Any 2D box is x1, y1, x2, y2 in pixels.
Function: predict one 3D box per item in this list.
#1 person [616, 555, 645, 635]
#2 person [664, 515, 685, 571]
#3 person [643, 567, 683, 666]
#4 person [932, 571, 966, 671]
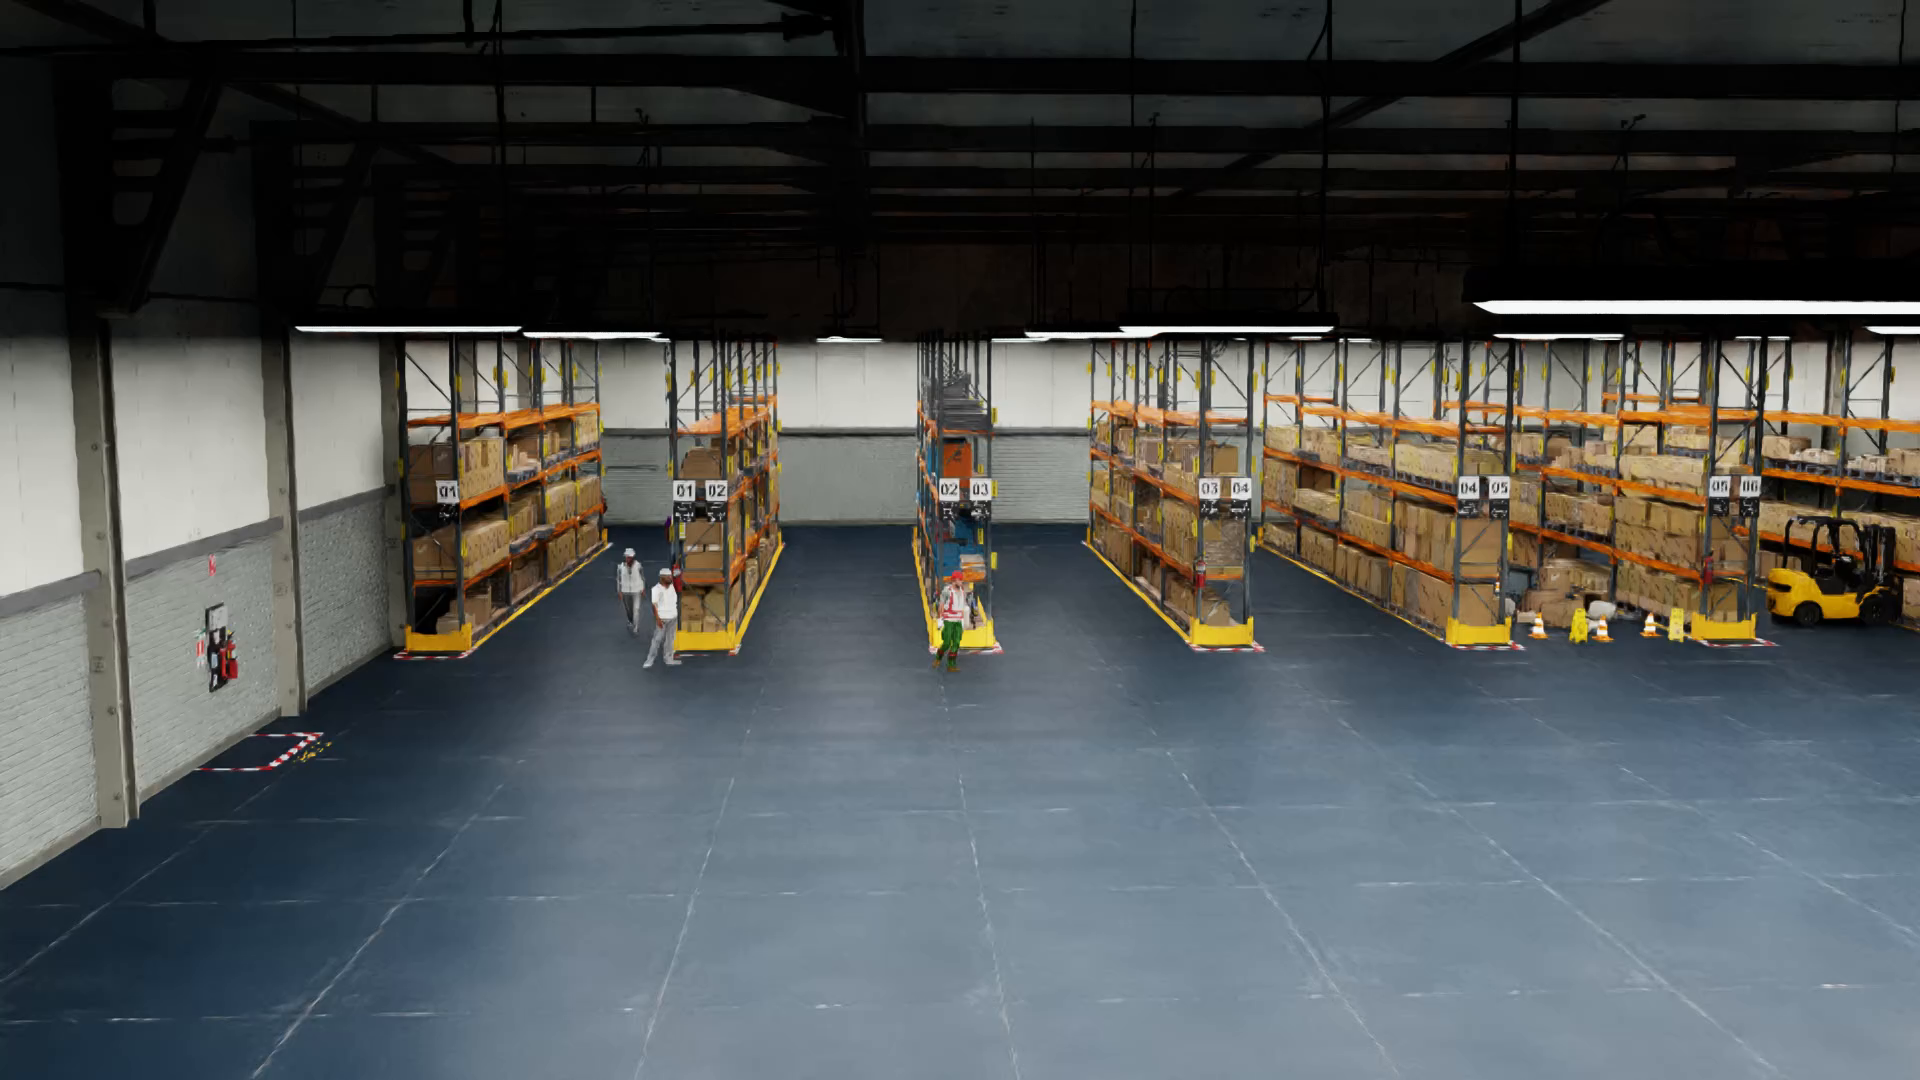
[{"bbox_3d":[-6.539,1.014,32.978,0.543,1.648,1.115,0,7,-1],"label":"person"},{"bbox_3d":[-7.071,-0.043,41.804,0.719,1.714,0.578,-1,7,-5],"label":"person"},{"bbox_3d":[-5.317,1.373,29.557,0.466,1.767,0.705,5,8,35],"label":"person"},{"bbox_3d":[-0.177,1.412,29.171,0.591,1.780,0.573,-5,9,-38],"label":"person"}]
